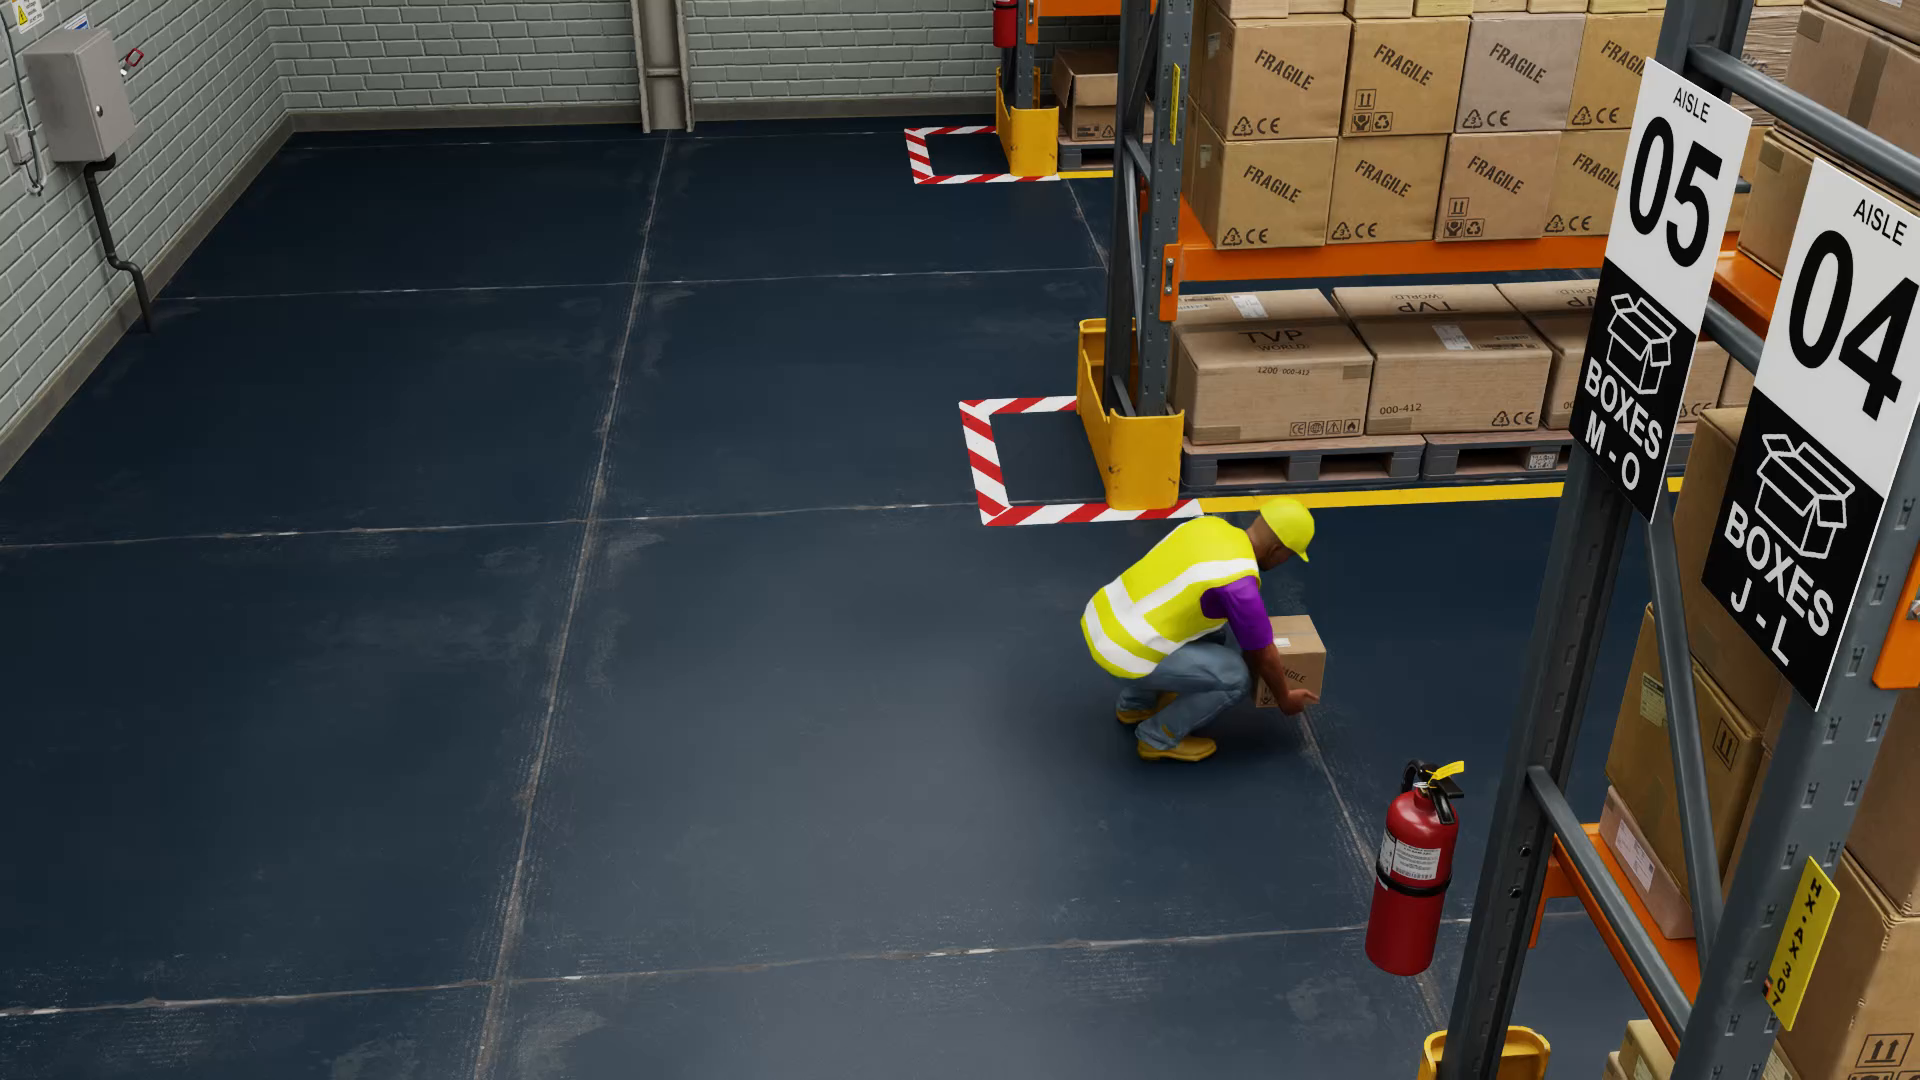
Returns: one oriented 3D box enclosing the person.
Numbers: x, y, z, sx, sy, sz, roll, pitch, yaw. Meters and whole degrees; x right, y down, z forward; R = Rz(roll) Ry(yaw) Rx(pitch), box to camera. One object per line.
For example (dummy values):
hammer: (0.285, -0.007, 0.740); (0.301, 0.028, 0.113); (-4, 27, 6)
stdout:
person: (0.910, 0.316, 6.325); (0.897, 1.013, 0.542); (-3, 31, -6)
